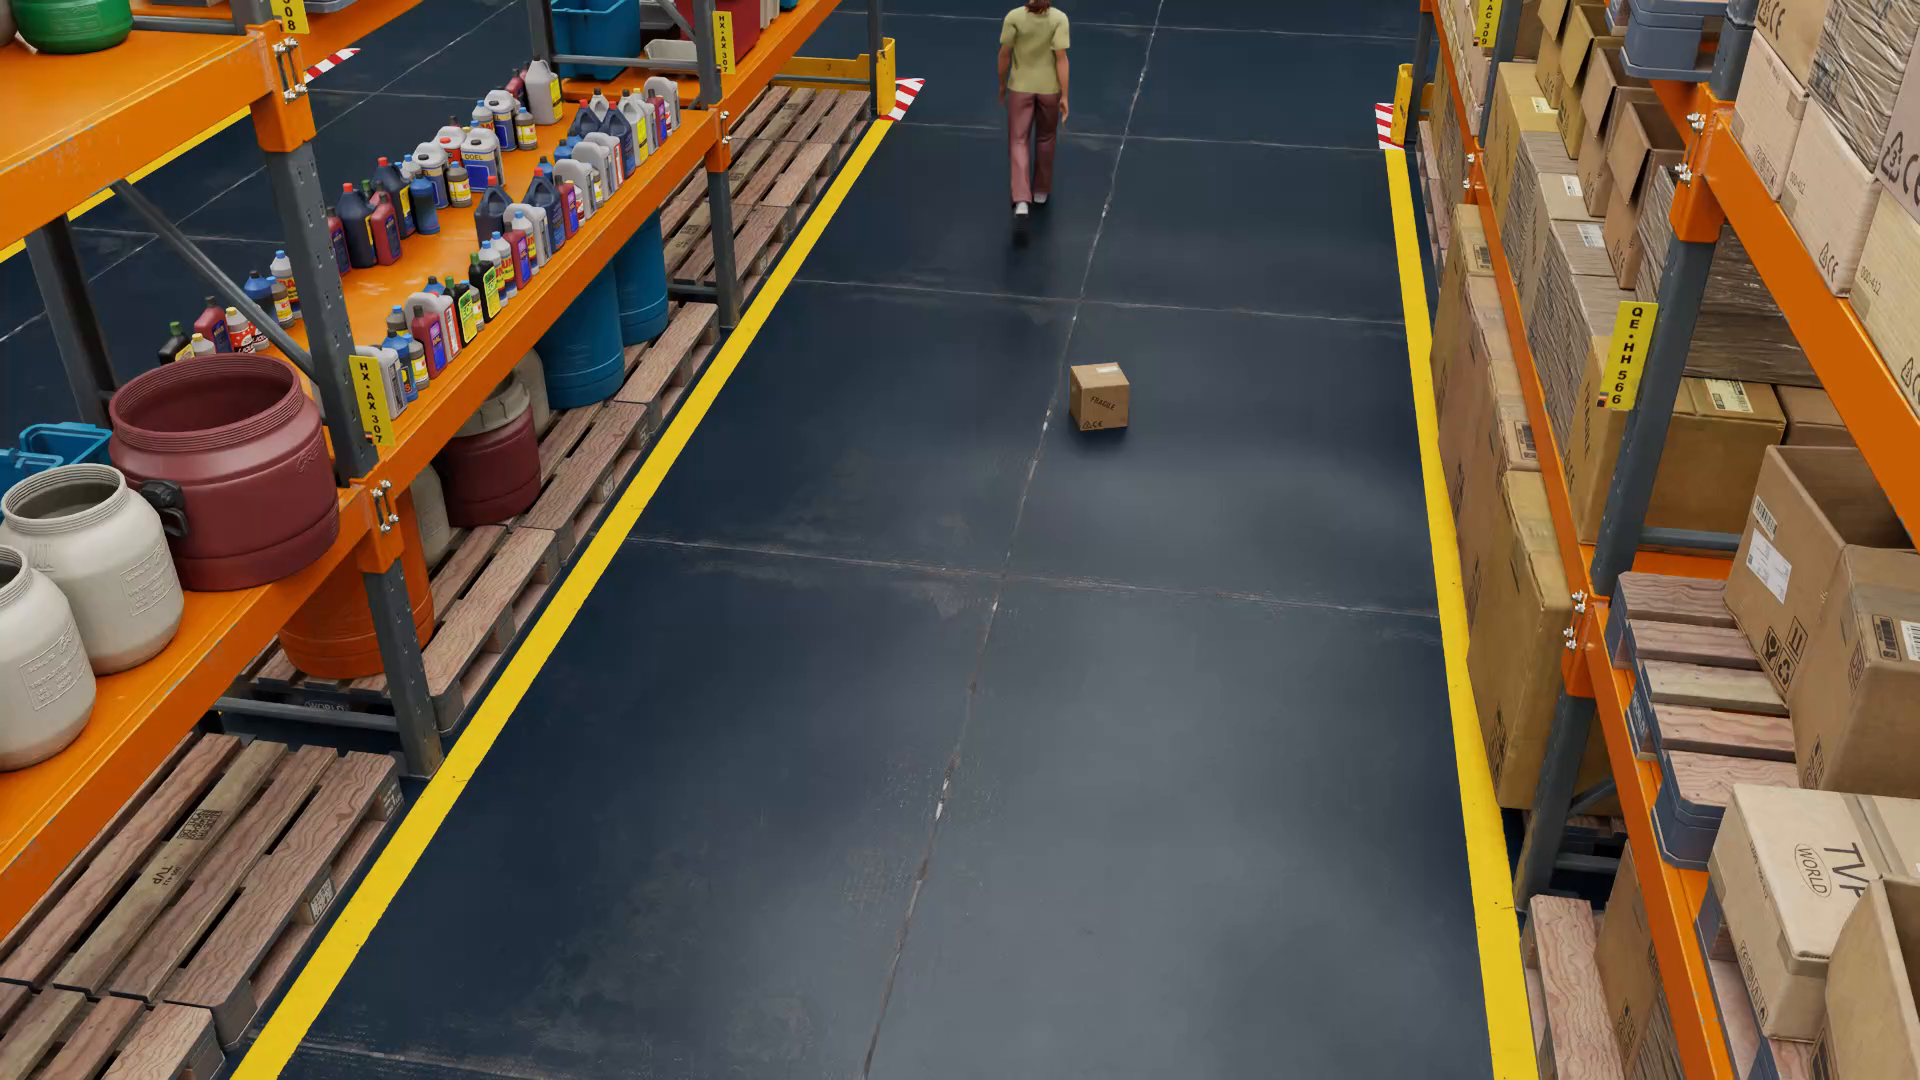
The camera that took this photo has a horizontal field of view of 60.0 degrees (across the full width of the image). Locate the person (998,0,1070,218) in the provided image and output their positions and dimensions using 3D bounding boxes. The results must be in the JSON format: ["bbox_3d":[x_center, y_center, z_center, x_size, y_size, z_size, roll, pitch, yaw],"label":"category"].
[{"bbox_3d":[0.467,-2.867,10.647,0.454,1.627,0.946,1,33,1],"label":"person"}]
